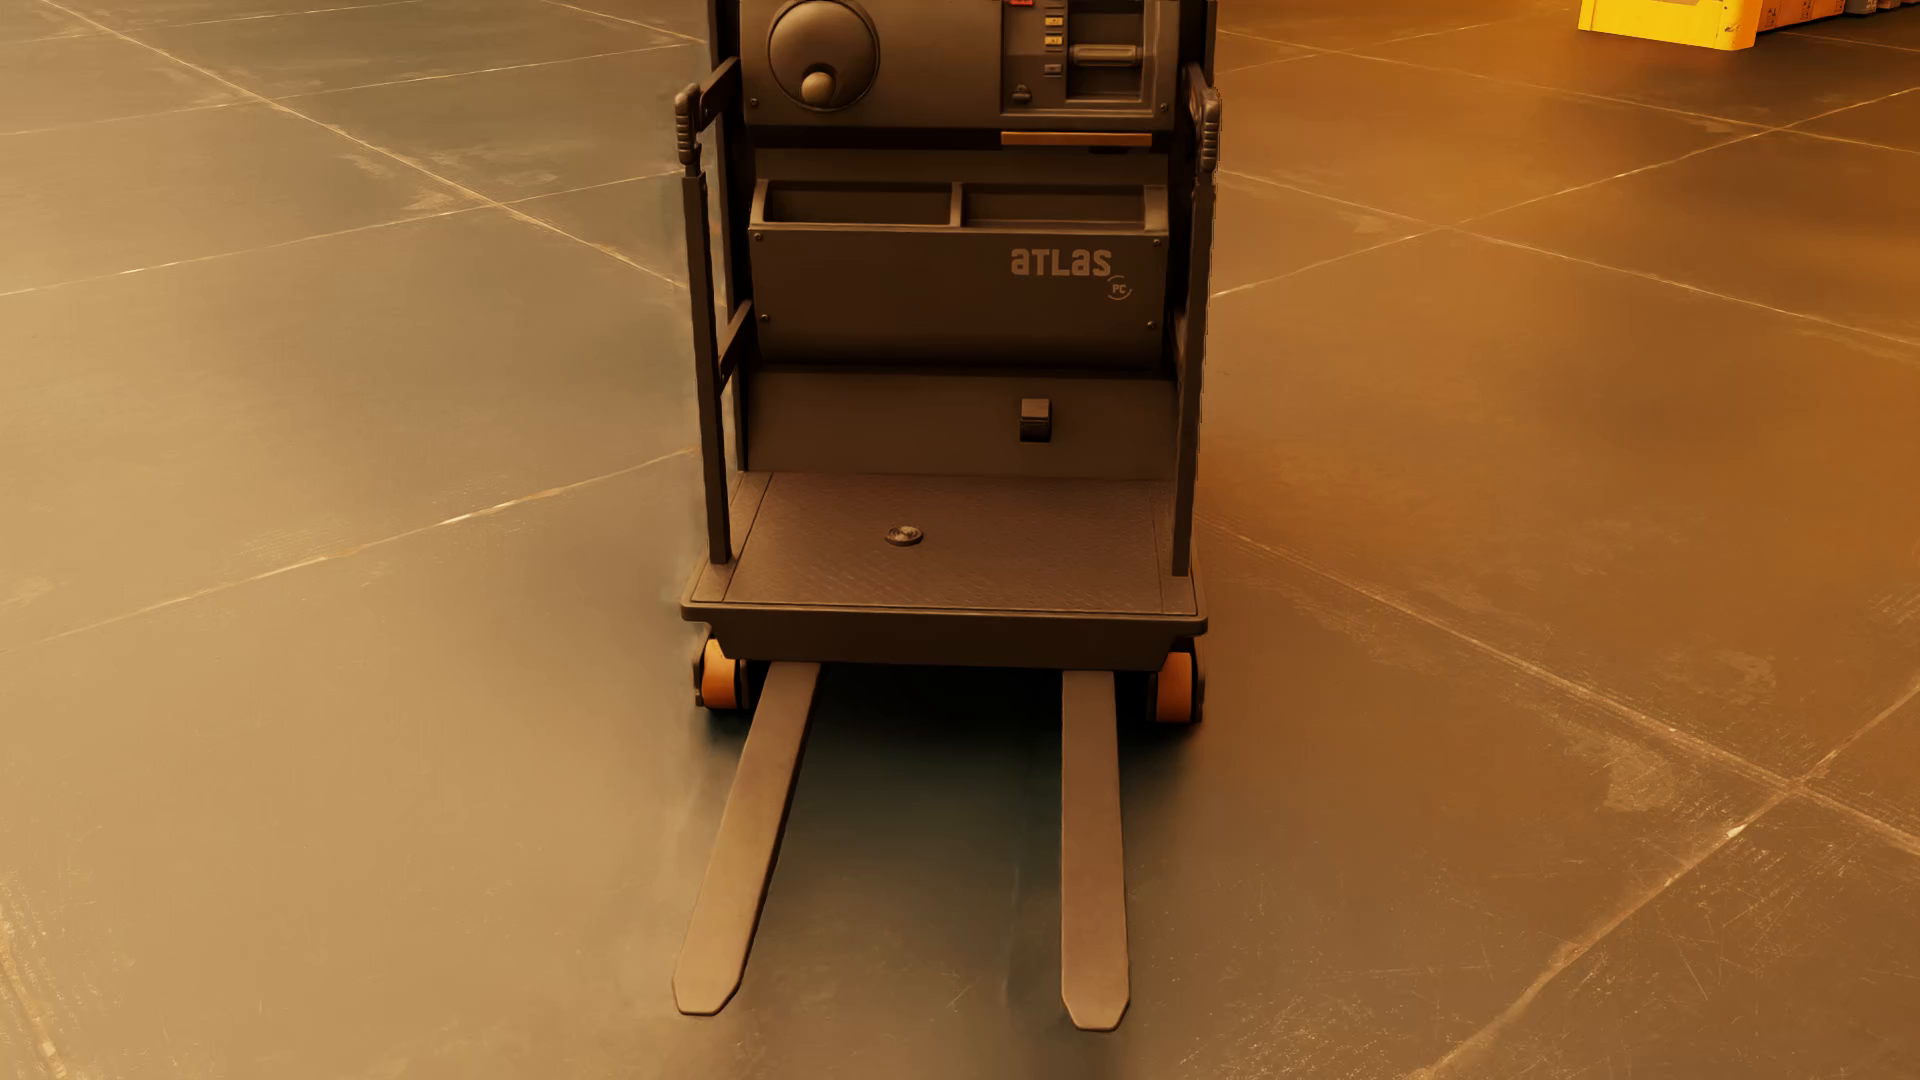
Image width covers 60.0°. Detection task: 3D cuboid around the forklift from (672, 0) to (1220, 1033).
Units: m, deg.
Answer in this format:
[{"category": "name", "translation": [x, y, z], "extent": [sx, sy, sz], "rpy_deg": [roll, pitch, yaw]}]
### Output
[{"category": "forklift", "translation": [-0.011, -1.054, 3.328], "extent": [1.130, 2.935, 3.031], "rpy_deg": [1, 26, 3]}]
